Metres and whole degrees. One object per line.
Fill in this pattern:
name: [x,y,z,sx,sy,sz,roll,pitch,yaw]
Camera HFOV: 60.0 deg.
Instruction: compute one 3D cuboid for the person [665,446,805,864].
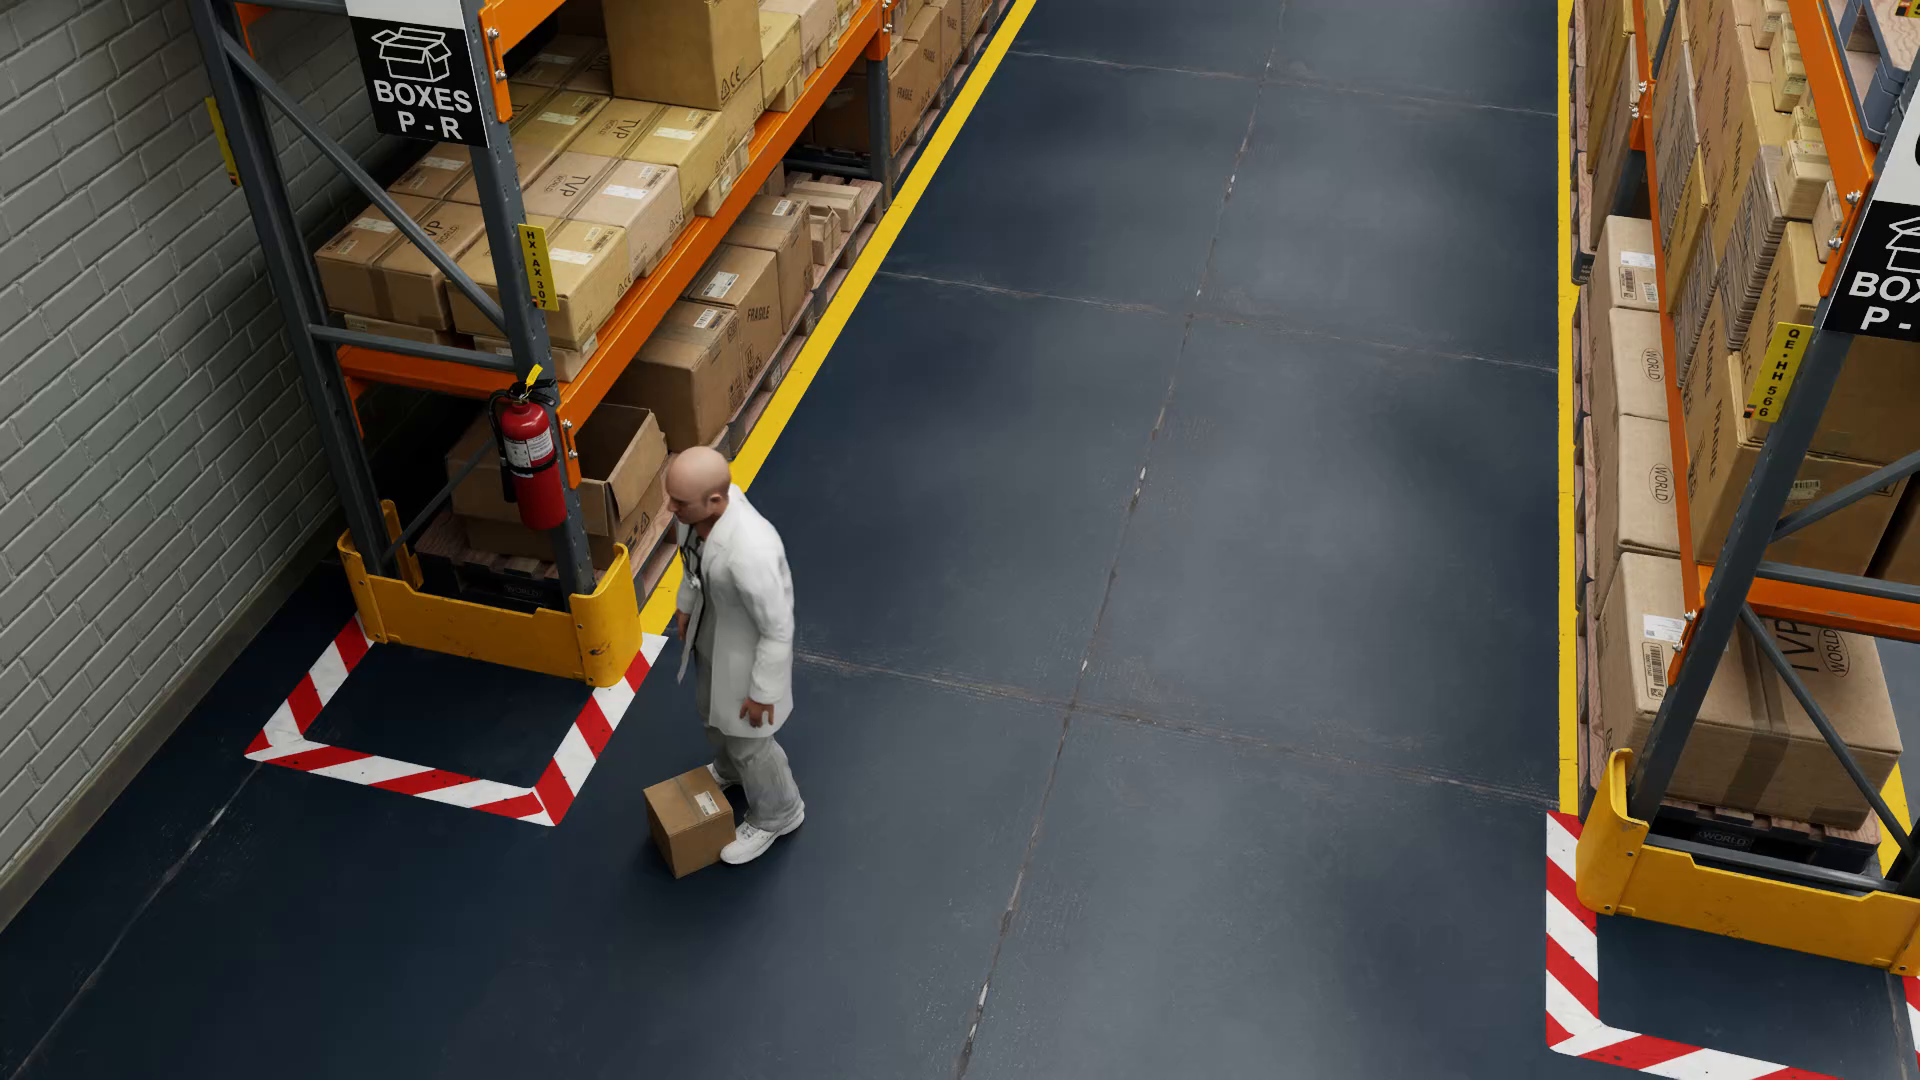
person: [-0.780,0.374,5.731,0.415,1.774,0.655,-22,45,-24]
